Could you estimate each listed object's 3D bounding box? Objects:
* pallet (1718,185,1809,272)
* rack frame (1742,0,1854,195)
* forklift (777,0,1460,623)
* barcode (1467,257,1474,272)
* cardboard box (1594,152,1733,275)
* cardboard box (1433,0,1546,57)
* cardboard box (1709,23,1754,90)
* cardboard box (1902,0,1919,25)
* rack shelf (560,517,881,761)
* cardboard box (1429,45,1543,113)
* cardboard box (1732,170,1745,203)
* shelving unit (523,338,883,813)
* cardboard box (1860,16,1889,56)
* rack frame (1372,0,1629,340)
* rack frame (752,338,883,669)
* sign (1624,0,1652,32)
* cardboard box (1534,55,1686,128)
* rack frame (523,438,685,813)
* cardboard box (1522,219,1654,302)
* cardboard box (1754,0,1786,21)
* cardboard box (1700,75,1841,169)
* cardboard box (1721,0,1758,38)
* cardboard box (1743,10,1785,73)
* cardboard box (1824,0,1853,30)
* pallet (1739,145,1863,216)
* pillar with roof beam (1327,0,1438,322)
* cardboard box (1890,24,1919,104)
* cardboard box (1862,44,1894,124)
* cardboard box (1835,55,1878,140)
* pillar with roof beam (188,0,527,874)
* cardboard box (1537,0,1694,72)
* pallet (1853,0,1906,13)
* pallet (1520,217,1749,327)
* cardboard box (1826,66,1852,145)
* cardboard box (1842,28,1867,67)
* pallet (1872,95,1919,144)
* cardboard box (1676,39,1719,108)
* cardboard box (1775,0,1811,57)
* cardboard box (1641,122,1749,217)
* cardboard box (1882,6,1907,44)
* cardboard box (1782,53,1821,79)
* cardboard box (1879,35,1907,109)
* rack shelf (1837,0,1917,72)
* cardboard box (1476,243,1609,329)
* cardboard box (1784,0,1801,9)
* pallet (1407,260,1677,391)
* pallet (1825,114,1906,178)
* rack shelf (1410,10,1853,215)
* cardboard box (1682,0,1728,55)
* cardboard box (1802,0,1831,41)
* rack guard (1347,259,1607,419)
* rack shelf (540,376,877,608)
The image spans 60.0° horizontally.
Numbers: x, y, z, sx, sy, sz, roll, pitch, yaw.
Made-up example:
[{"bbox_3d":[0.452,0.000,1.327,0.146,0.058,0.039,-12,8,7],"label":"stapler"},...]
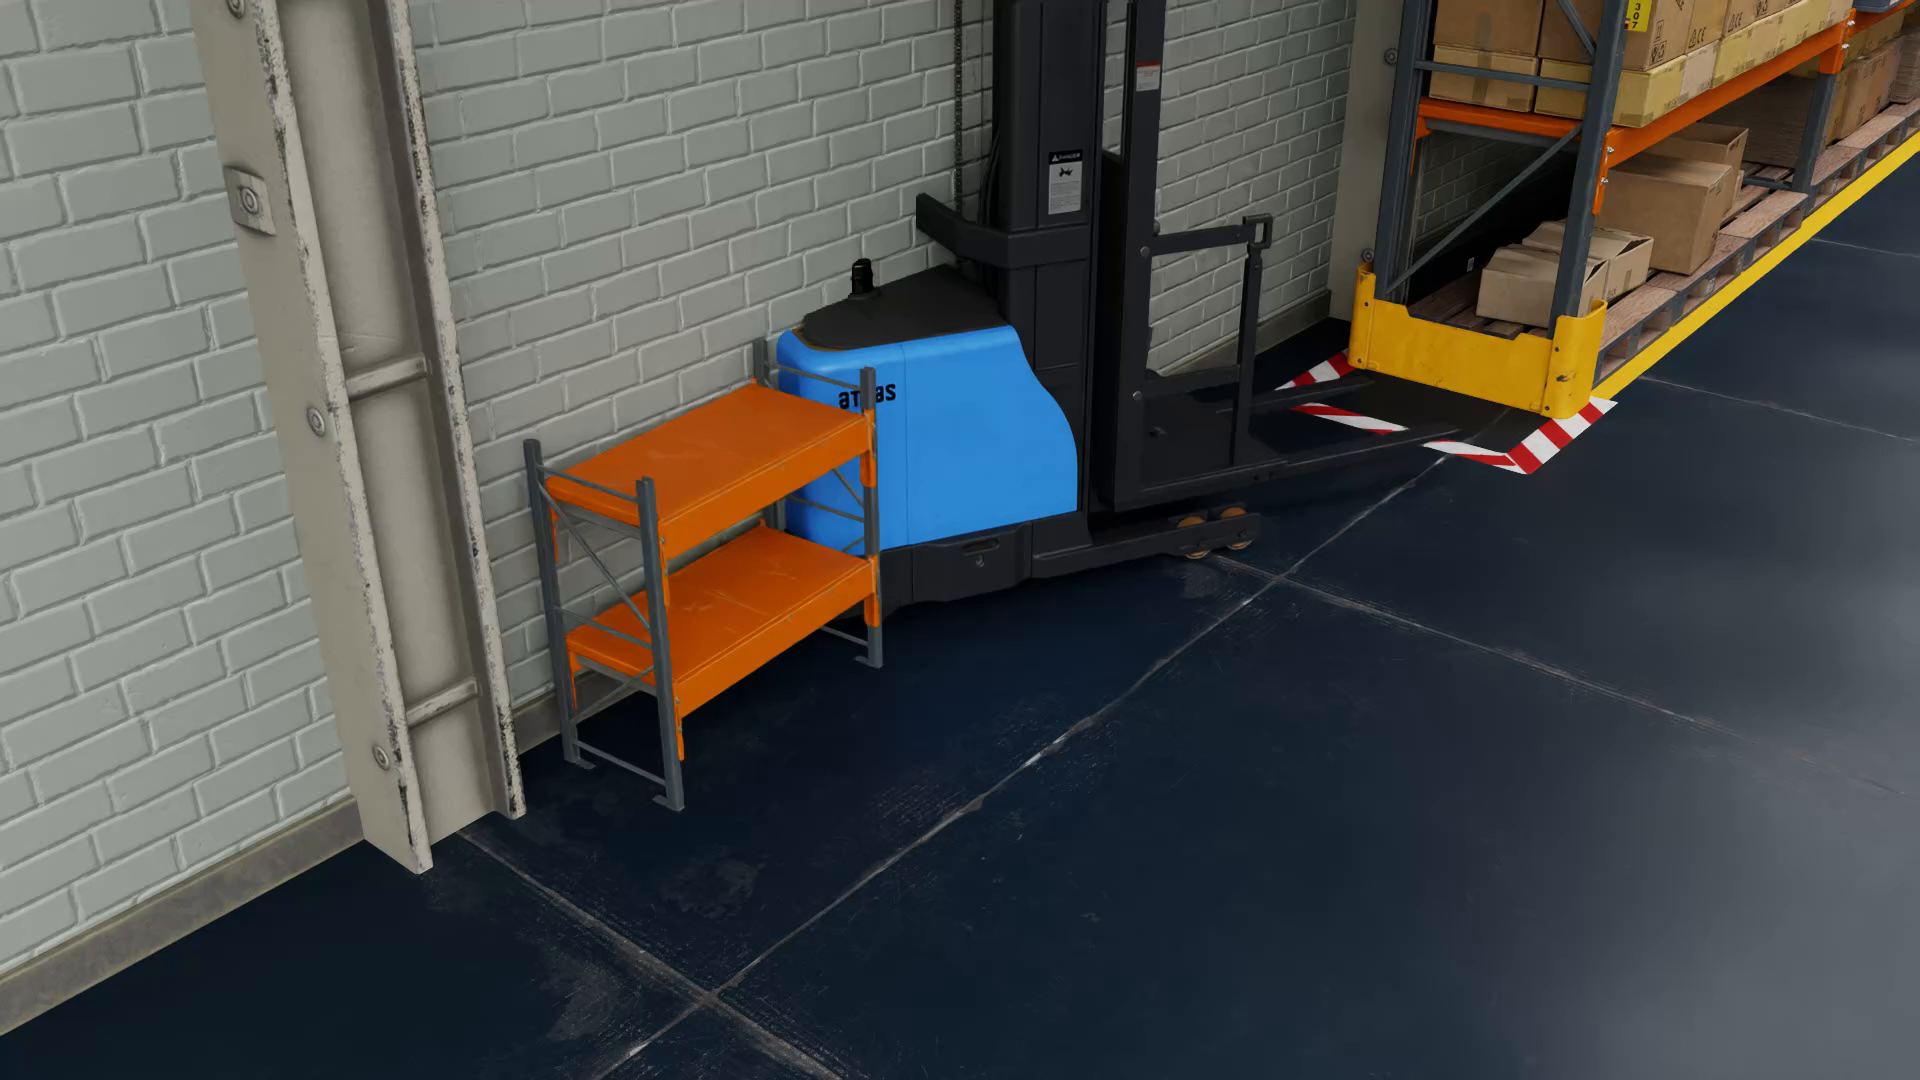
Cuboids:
[{"bbox_3d":[4.606,-2.026,10.437,1.003,0.211,1.213,21,34,34],"label":"pallet"},{"bbox_3d":[5.006,-3.513,10.277,1.000,3.000,0.127,21,34,34],"label":"rack frame"},{"bbox_3d":[0.645,-1.435,6.334,3.031,2.935,1.130,-12,30,-21],"label":"forklift"},{"bbox_3d":[2.675,-1.443,8.712,0.001,0.075,0.075,21,34,34],"label":"barcode"},{"bbox_3d":[3.839,-1.847,9.297,0.700,0.500,0.500,18,33,31],"label":"cardboard box"},{"bbox_3d":[2.598,-2.600,7.836,0.500,0.500,0.500,20,34,34],"label":"cardboard box"},{"bbox_3d":[3.665,-2.485,8.430,0.500,0.250,0.500,20,34,34],"label":"cardboard box"},{"bbox_3d":[8.120,-4.386,13.845,0.750,0.750,0.750,20,34,34],"label":"cardboard box"},{"bbox_3d":[-0.776,0.295,5.487,0.538,0.278,1.000,18,32,30],"label":"rack shelf"},{"bbox_3d":[2.610,-2.260,7.995,0.500,0.250,0.500,21,34,35],"label":"cardboard box"},{"bbox_3d":[4.689,-2.252,10.443,0.380,0.166,0.250,16,31,28],"label":"cardboard box"},{"bbox_3d":[-0.776,0.078,5.375,0.538,1.125,1.048,18,32,30],"label":"shelving unit"},{"bbox_3d":[6.399,-3.712,12.085,0.500,0.250,0.500,21,34,34],"label":"cardboard box"},{"bbox_3d":[2.462,-2.095,7.535,1.000,3.000,0.127,21,34,34],"label":"rack frame"},{"bbox_3d":[-0.487,-0.114,5.746,0.500,1.125,0.032,18,32,30],"label":"rack frame"},{"bbox_3d":[2.881,-2.321,7.030,0.100,0.325,0.005,21,34,34],"label":"sign"},{"bbox_3d":[3.018,-2.117,7.720,0.500,0.250,0.500,20,33,33],"label":"cardboard box"},{"bbox_3d":[-1.066,0.270,5.004,0.500,1.125,0.032,18,32,30],"label":"rack frame"},{"bbox_3d":[3.334,-1.517,8.866,0.500,0.311,0.500,24,36,38],"label":"cardboard box"},{"bbox_3d":[3.972,-2.992,8.594,0.500,0.500,0.500,22,35,36],"label":"cardboard box"},{"bbox_3d":[5.462,-2.864,11.264,0.700,0.500,0.500,22,35,36],"label":"cardboard box"},{"bbox_3d":[3.653,-2.805,8.234,0.500,0.500,0.500,19,33,33],"label":"cardboard box"},{"bbox_3d":[3.989,-2.663,8.775,0.500,0.250,0.500,21,34,35],"label":"cardboard box"},{"bbox_3d":[4.939,-3.199,9.811,0.500,0.250,0.500,21,34,35],"label":"cardboard box"},{"bbox_3d":[5.500,-2.551,11.452,1.003,0.211,1.213,21,34,34],"label":"pallet"},{"bbox_3d":[5.562,-4.002,4.693,9.100,9.000,0.400,21,34,34],"label":"pillar with roof beam"},{"bbox_3d":[7.133,-3.746,12.968,0.700,0.500,0.500,21,34,35],"label":"cardboard box"},{"bbox_3d":[6.421,-3.413,12.324,0.700,0.500,0.500,21,34,34],"label":"cardboard box"},{"bbox_3d":[6.107,-3.231,11.973,0.700,0.500,0.500,21,34,35],"label":"cardboard box"},{"bbox_3d":[1.745,-1.875,0.581,9.100,9.000,0.400,21,34,34],"label":"pillar with roof beam"},{"bbox_3d":[2.998,-2.452,7.550,0.500,0.500,0.500,21,34,34],"label":"cardboard box"},{"bbox_3d":[5.605,-3.656,10.762,1.003,0.211,1.213,21,34,34],"label":"pallet"},{"bbox_3d":[3.831,-1.592,9.597,1.003,0.211,1.213,21,34,34],"label":"pallet"},{"bbox_3d":[5.752,-3.062,11.646,0.700,0.500,0.500,20,33,33],"label":"cardboard box"},{"bbox_3d":[6.067,-3.540,11.754,0.500,0.250,0.500,20,33,33],"label":"cardboard box"},{"bbox_3d":[7.052,-3.416,13.124,1.003,0.211,1.213,21,34,34],"label":"pallet"},{"bbox_3d":[3.337,-2.306,8.084,0.500,0.250,0.500,20,33,33],"label":"cardboard box"},{"bbox_3d":[4.308,-2.842,9.120,0.500,0.250,0.500,21,34,34],"label":"cardboard box"},{"bbox_3d":[4.377,-2.219,10.016,0.500,0.500,0.500,18,32,31],"label":"cardboard box"},{"bbox_3d":[6.722,-3.895,12.441,0.500,0.250,0.500,21,34,35],"label":"cardboard box"},{"bbox_3d":[5.739,-3.354,11.395,0.500,0.250,0.500,20,33,33],"label":"cardboard box"},{"bbox_3d":[6.716,-3.597,12.681,0.700,0.500,0.500,21,34,34],"label":"cardboard box"},{"bbox_3d":[6.279,-3.903,11.813,1.077,0.370,4.000,21,34,34],"label":"rack shelf"},{"bbox_3d":[2.972,-1.315,8.475,0.500,0.311,0.500,17,32,29],"label":"cardboard box"},{"bbox_3d":[4.303,-3.177,8.951,0.500,0.500,0.500,20,33,33],"label":"cardboard box"},{"bbox_3d":[3.054,-1.161,8.765,1.003,0.211,1.213,21,34,34],"label":"pallet"},{"bbox_3d":[6.276,-2.986,12.292,1.003,0.211,1.213,21,34,34],"label":"pallet"},{"bbox_3d":[3.734,-2.485,9.071,1.077,0.370,4.000,21,34,34],"label":"rack shelf"},{"bbox_3d":[3.320,-2.624,7.883,0.500,0.500,0.500,21,34,35],"label":"cardboard box"},{"bbox_3d":[4.616,-3.025,9.474,0.500,0.250,0.500,21,34,35],"label":"cardboard box"},{"bbox_3d":[2.510,-1.012,8.162,1.175,0.500,0.348,21,34,34],"label":"rack guard"},{"bbox_3d":[-0.776,-0.182,5.240,0.538,0.278,1.000,18,32,30],"label":"rack shelf"}]
